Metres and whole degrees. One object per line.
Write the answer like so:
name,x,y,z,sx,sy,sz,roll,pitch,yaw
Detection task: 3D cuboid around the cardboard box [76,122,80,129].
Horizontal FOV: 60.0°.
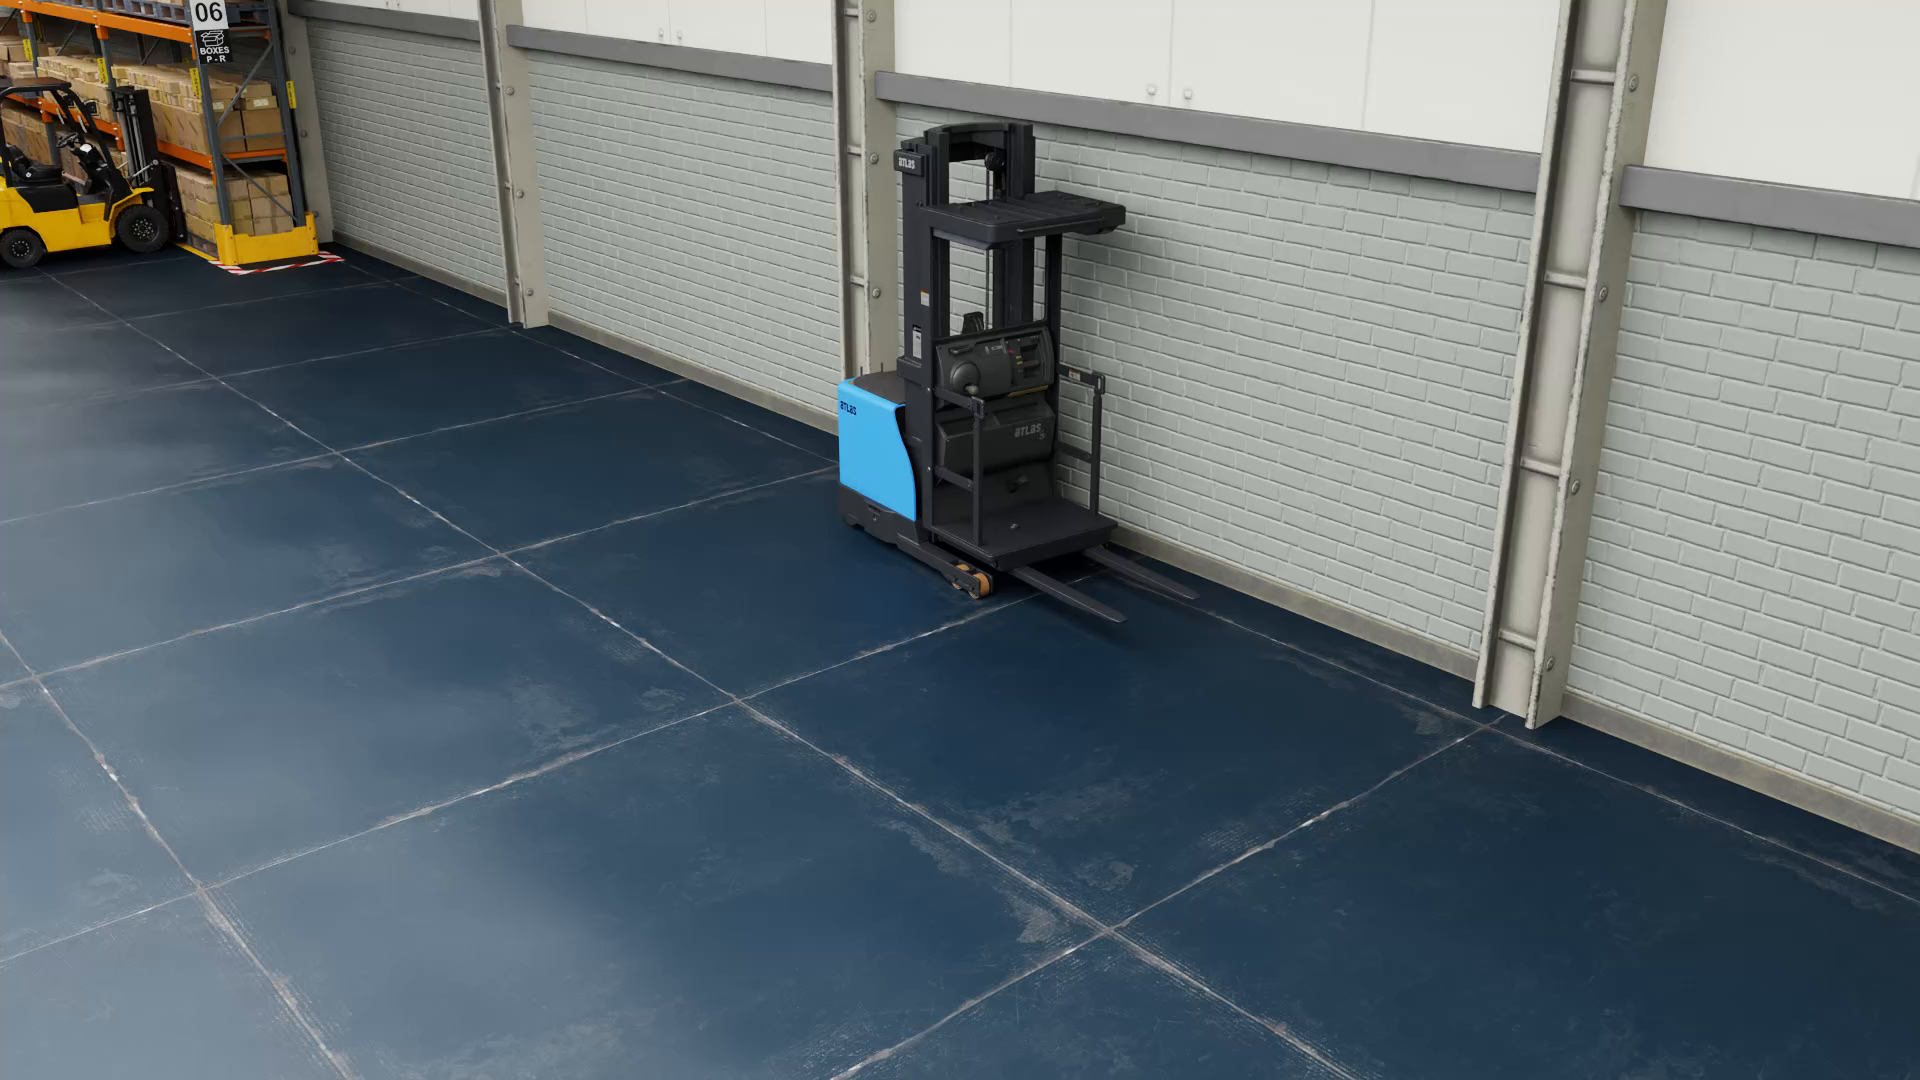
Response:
cardboard box,-14.270,-6.837,27.289,0.380,0.149,0.250,-16,27,-36

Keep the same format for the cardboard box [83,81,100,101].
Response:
cardboard box,-12.257,-6.478,23.931,0.500,0.250,0.500,-18,28,-39

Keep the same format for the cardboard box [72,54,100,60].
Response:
cardboard box,-13.647,-7.512,26.024,0.380,0.149,0.250,-16,27,-36

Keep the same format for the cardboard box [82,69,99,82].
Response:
cardboard box,-12.367,-6.679,23.896,0.380,0.149,0.250,-19,28,-39

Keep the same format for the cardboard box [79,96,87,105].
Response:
cardboard box,-12.562,-6.389,24.390,0.500,0.250,0.500,-17,27,-37

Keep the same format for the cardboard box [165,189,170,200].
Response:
cardboard box,-10.341,-4.621,22.178,0.500,0.250,0.500,-18,27,-38

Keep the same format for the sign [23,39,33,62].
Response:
sign,-14.418,-7.576,25.734,0.100,0.325,0.005,-17,27,-37

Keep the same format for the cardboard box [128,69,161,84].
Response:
cardboard box,-10.916,-6.214,22.302,0.380,0.149,0.250,-17,27,-36

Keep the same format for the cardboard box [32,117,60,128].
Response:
cardboard box,-15.005,-6.850,27.323,0.380,0.149,0.250,-16,27,-36

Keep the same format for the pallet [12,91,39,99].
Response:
pallet,-14.509,-7.287,26.738,1.213,0.211,1.003,-17,27,-37

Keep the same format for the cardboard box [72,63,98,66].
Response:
cardboard box,-12.935,-6.993,24.698,0.380,0.149,0.250,-17,27,-37

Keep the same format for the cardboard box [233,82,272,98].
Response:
cardboard box,-8.848,-5.626,20.800,0.380,0.149,0.250,-18,28,-38

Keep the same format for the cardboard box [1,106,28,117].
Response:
cardboard box,-16.352,-7.424,28.787,0.380,0.149,0.250,-18,28,-39

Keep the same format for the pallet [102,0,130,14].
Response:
pallet,-10.826,-7.226,22.329,1.003,0.211,1.213,-17,27,-37

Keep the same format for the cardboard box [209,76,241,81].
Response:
cardboard box,-9.518,-5.914,21.537,0.380,0.149,0.250,-16,27,-36

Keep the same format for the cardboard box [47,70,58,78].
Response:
cardboard box,-13.582,-7.049,25.388,0.500,0.250,0.500,-16,27,-36

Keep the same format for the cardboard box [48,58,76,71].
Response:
cardboard box,-13.666,-7.257,25.374,0.380,0.149,0.250,-17,27,-36

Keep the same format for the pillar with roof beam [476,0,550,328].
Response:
pillar with roof beam,-7.908,-5.513,13.720,9.100,9.000,0.400,-17,27,-37

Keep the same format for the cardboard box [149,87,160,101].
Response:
cardboard box,-10.399,-5.866,21.822,0.380,0.149,0.250,-18,28,-38

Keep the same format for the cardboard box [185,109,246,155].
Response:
cardboard box,-9.311,-5.115,20.793,0.500,0.500,0.500,-18,28,-39

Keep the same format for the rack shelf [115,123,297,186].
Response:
rack shelf,-10.096,-5.213,22.166,1.077,0.370,4.000,-17,27,-37

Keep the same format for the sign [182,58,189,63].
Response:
sign,-10.983,-6.673,23.612,0.100,0.325,0.005,-17,27,-37

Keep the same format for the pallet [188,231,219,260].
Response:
pallet,-9.322,-3.898,21.647,1.003,0.211,1.213,-17,27,-37

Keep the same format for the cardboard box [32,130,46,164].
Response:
cardboard box,-14.771,-6.443,27.174,0.500,0.500,0.500,-18,28,-38

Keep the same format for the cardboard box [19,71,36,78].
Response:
cardboard box,-14.732,-7.374,26.467,0.380,0.149,0.250,-17,27,-36

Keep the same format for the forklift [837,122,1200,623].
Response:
forklift,0.365,-1.178,10.973,1.130,2.935,3.031,-15,26,-33

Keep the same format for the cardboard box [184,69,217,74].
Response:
cardboard box,-10.153,-6.210,22.290,0.380,0.149,0.250,-18,28,-38

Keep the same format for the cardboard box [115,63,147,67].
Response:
cardboard box,-12.261,-6.962,24.619,0.380,0.149,0.250,-18,27,-38

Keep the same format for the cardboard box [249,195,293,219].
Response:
cardboard box,-8.941,-4.322,21.416,0.500,0.250,0.500,-17,27,-36

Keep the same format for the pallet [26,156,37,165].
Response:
pallet,-15.264,-6.459,28.186,1.003,0.211,1.213,-17,27,-37

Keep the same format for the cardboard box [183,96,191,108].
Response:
cardboard box,-9.542,-5.523,20.944,0.380,0.149,0.250,-17,27,-36

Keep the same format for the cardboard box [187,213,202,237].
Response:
cardboard box,-9.654,-4.105,21.545,0.500,0.250,0.500,-17,27,-37

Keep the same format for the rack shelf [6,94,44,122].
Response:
rack shelf,-15.318,-7.423,27.809,1.077,0.370,4.000,-17,27,-37

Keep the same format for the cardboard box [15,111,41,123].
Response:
cardboard box,-15.692,-7.136,28.052,0.380,0.149,0.250,-16,27,-36

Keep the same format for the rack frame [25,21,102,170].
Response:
rack frame,-14.013,-7.205,26.267,1.000,3.000,0.127,-17,27,-37

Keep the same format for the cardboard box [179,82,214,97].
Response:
cardboard box,-9.560,-5.658,20.881,0.380,0.149,0.250,-17,27,-36

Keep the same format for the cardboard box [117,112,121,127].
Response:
cardboard box,-11.310,-5.962,22.956,0.500,0.500,0.500,-18,28,-39

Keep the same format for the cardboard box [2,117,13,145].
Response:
cardboard box,-16.124,-7.010,28.621,0.500,0.500,0.500,-18,28,-38

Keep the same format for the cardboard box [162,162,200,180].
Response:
cardboard box,-10.328,-4.847,22.070,0.500,0.250,0.500,-18,28,-38

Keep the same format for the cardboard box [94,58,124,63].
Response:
cardboard box,-12.944,-7.239,25.326,0.380,0.149,0.250,-18,27,-38

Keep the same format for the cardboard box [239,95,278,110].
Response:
cardboard box,-8.816,-5.499,20.885,0.380,0.149,0.250,-18,28,-39

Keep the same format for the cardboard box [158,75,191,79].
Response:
cardboard box,-10.190,-5.953,21.636,0.380,0.149,0.250,-17,27,-37

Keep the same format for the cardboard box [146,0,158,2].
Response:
cardboard box,-9.857,-7.051,20.911,0.700,0.500,0.500,-17,27,-37

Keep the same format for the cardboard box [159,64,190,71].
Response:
cardboard box,-10.832,-6.492,23.011,0.380,0.149,0.250,-18,28,-39

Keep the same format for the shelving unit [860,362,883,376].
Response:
shelving unit,-0.592,-0.790,12.562,0.215,1.050,0.252,-15,26,-33

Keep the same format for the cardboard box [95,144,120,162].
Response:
cardboard box,-12.252,-5.548,24.716,0.875,0.625,0.625,-18,28,-38

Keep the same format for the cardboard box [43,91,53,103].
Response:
cardboard box,-13.908,-6.955,25.833,0.500,0.250,0.500,-17,27,-37

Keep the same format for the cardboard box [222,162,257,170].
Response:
cardboard box,-9.609,-4.832,22.030,0.500,0.250,0.500,-18,27,-38

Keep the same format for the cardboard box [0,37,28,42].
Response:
cardboard box,-16.140,-8.223,28.152,0.700,0.500,0.500,-17,27,-37

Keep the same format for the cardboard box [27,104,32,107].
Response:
cardboard box,-16.165,-7.611,29.266,0.380,0.149,0.250,-19,28,-39
